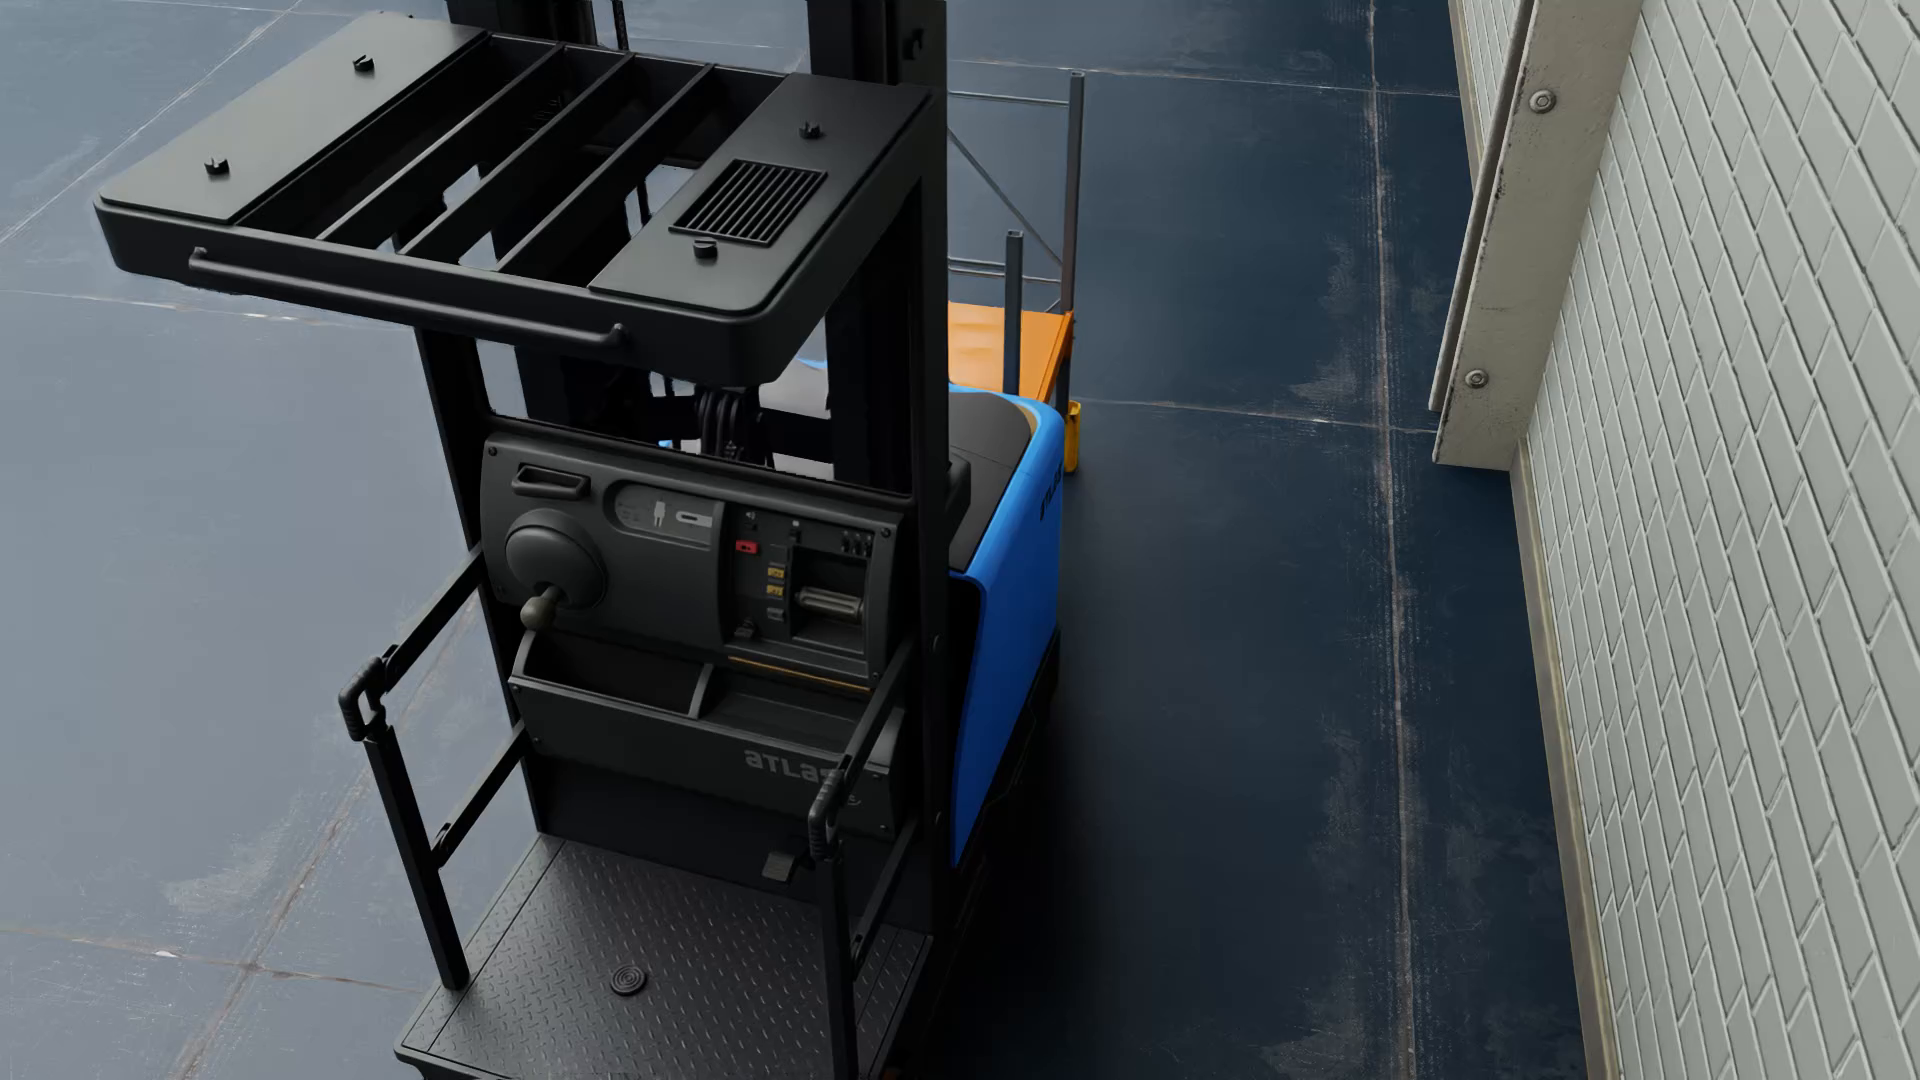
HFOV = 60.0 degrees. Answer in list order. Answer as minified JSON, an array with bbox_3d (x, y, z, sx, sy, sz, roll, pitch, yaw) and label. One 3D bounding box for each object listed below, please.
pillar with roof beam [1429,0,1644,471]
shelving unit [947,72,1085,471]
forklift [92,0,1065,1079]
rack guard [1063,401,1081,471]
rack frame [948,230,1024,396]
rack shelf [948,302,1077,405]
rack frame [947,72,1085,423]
[{"bbox_3d":[-2.321,-4.332,3.928,9.100,9.000,0.400,6,40,8],"label":"pillar with roof beam"},{"bbox_3d":[0.032,-0.582,5.277,0.587,1.500,1.083,8,40,10],"label":"shelving unit"},{"bbox_3d":[-0.638,0.124,3.299,1.130,2.935,3.031,12,41,14],"label":"forklift"},{"bbox_3d":[0.140,-0.410,6.050,0.587,0.250,0.087,8,40,10],"label":"rack guard"},{"bbox_3d":[-0.079,-0.260,4.887,0.500,1.500,0.032,8,40,10],"label":"rack frame"},{"bbox_3d":[0.030,-0.438,5.384,0.538,0.185,1.000,8,40,10],"label":"rack shelf"},{"bbox_3d":[0.140,-0.892,5.652,0.500,1.500,0.032,8,40,10],"label":"rack frame"}]
